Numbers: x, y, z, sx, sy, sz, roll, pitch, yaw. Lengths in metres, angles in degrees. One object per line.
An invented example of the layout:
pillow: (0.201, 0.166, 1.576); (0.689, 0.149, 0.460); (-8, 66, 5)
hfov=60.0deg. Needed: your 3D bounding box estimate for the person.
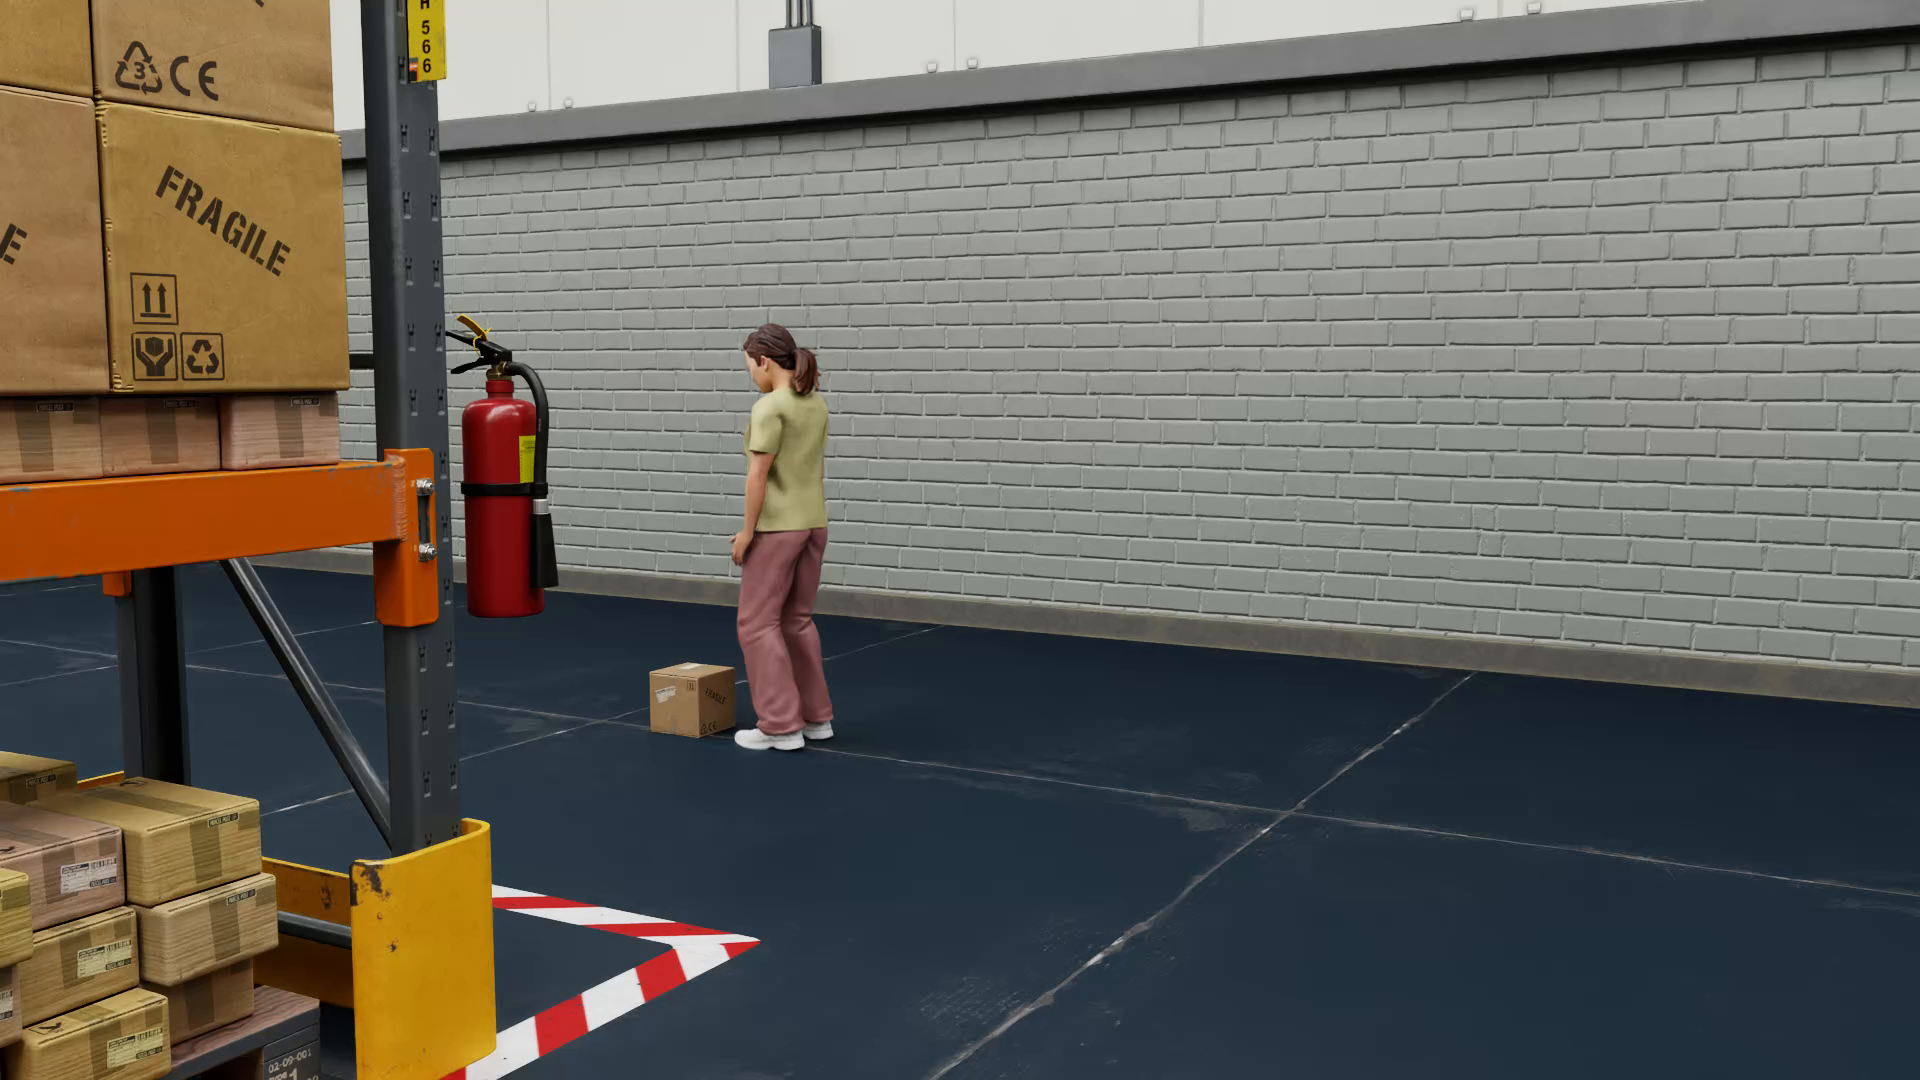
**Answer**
person: (-0.695, -0.013, 6.542); (0.354, 1.666, 0.452); (3, 7, 30)
